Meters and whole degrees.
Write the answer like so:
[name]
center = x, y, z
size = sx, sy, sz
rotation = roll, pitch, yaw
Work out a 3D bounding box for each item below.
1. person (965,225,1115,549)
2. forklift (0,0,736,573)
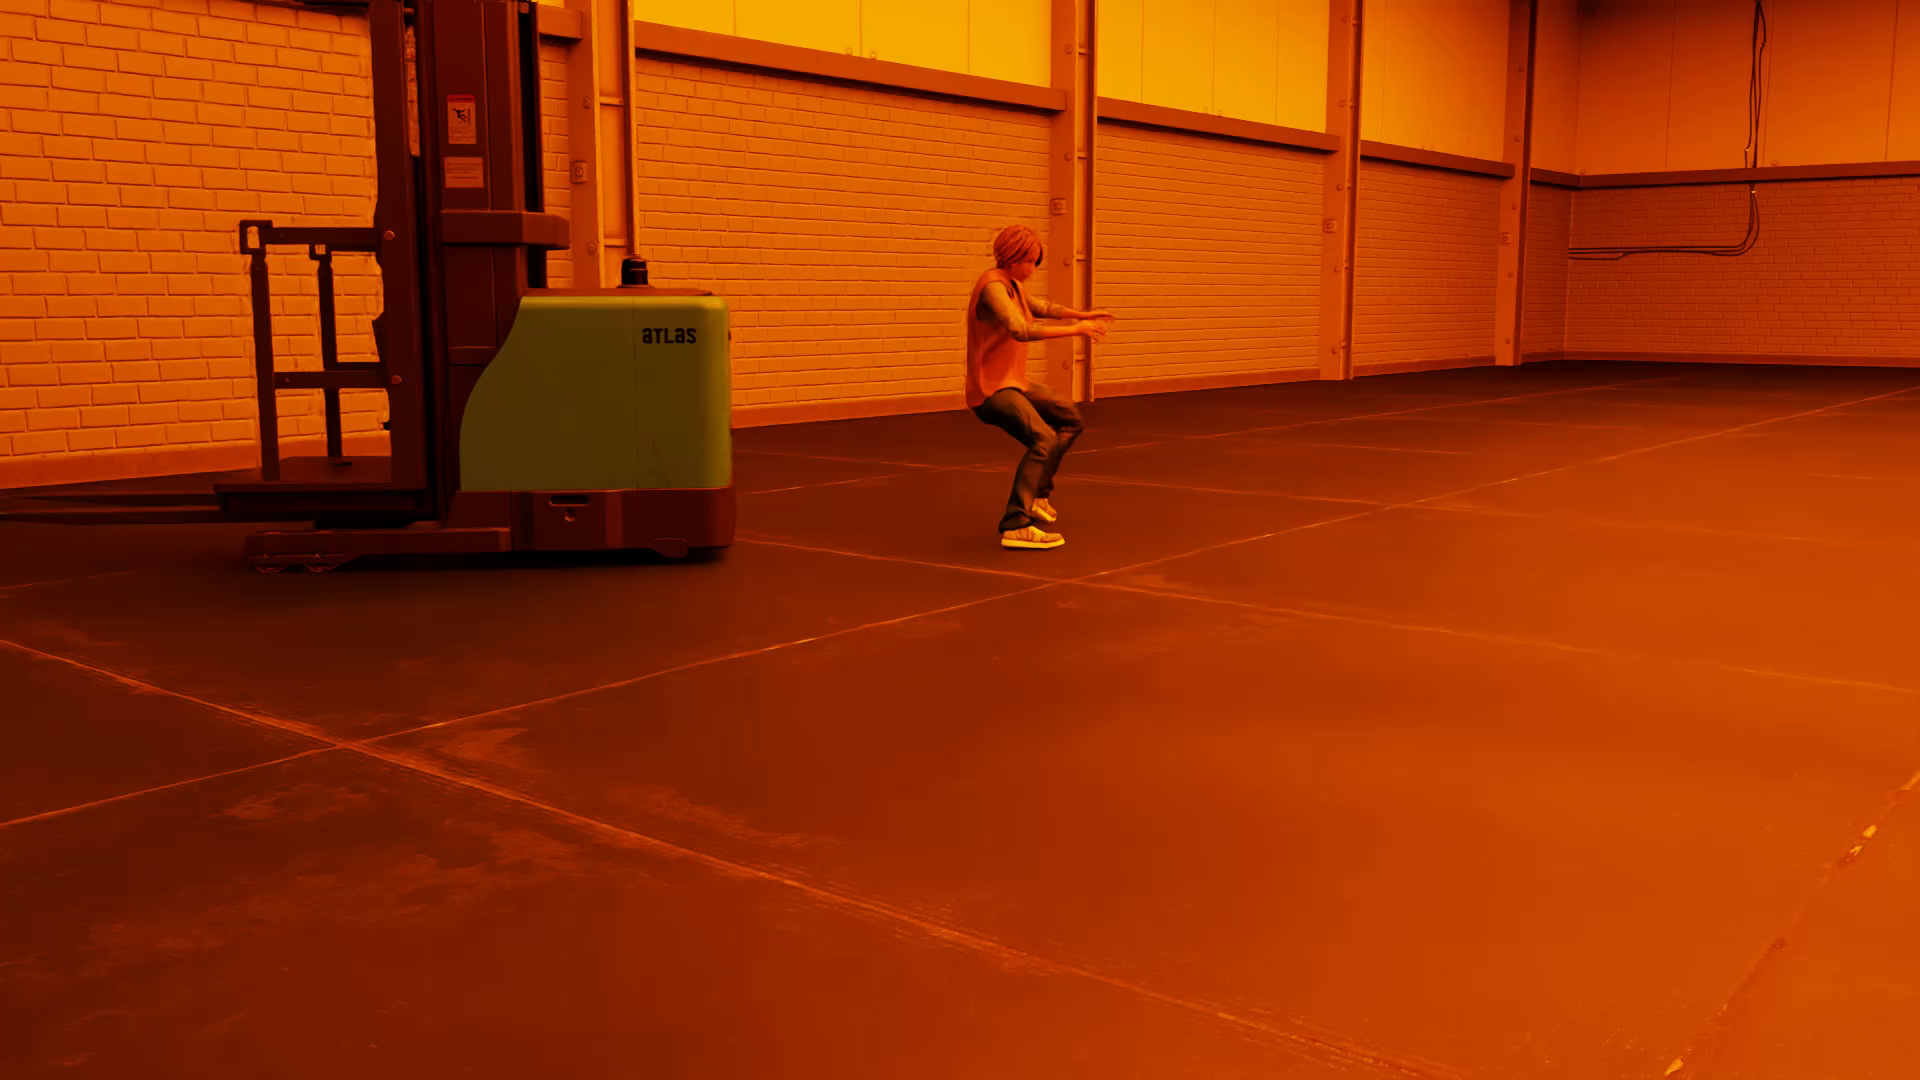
[person]
center = 0.354, -0.696, 7.436
size = 0.662, 1.366, 0.914
rotation = 3, 9, 18
[forklift]
center = -2.484, -1.401, 6.853
size = 3.031, 2.935, 1.130
rotation = -1, 8, -7
